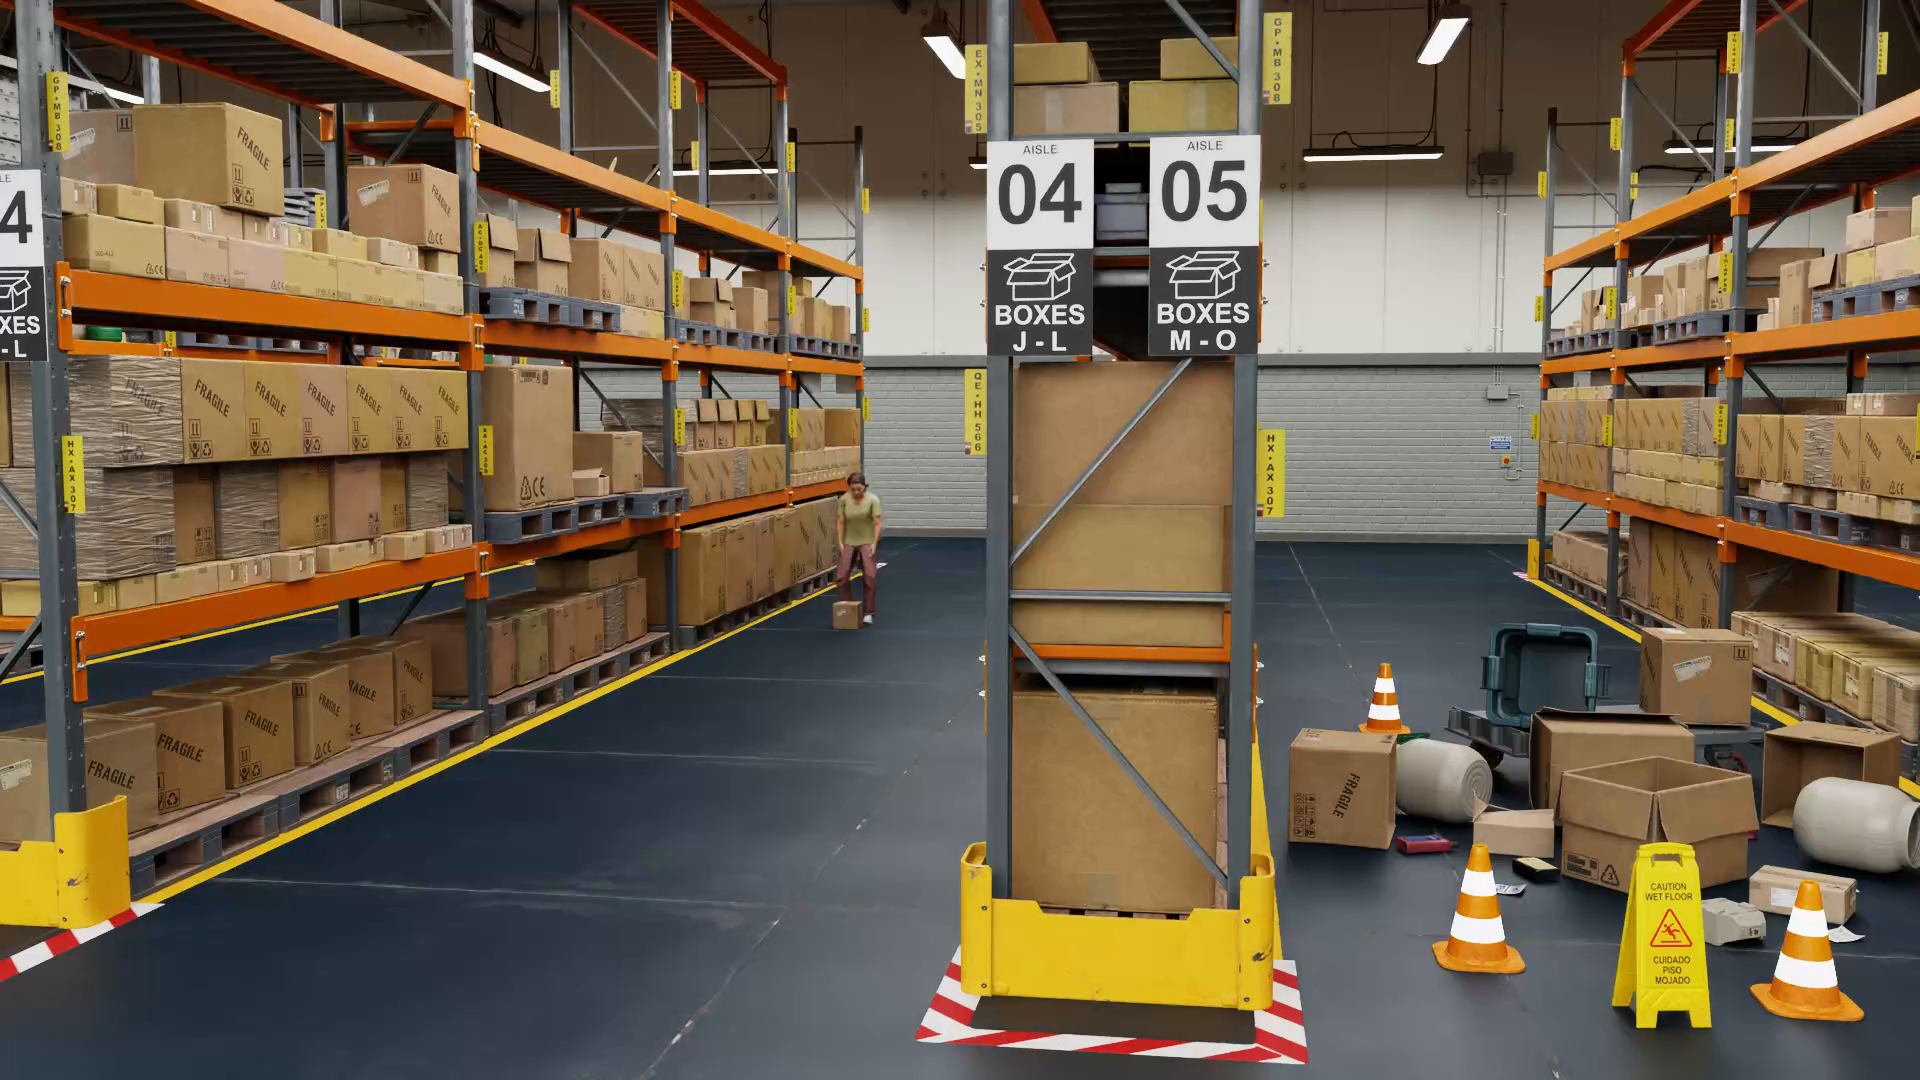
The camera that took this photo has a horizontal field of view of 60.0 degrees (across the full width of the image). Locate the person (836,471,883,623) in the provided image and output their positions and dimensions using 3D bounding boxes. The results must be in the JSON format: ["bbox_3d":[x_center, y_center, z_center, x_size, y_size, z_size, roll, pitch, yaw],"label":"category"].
[{"bbox_3d":[-1.038,0.072,17.166,0.486,1.573,0.467,1,5,10],"label":"person"}]
